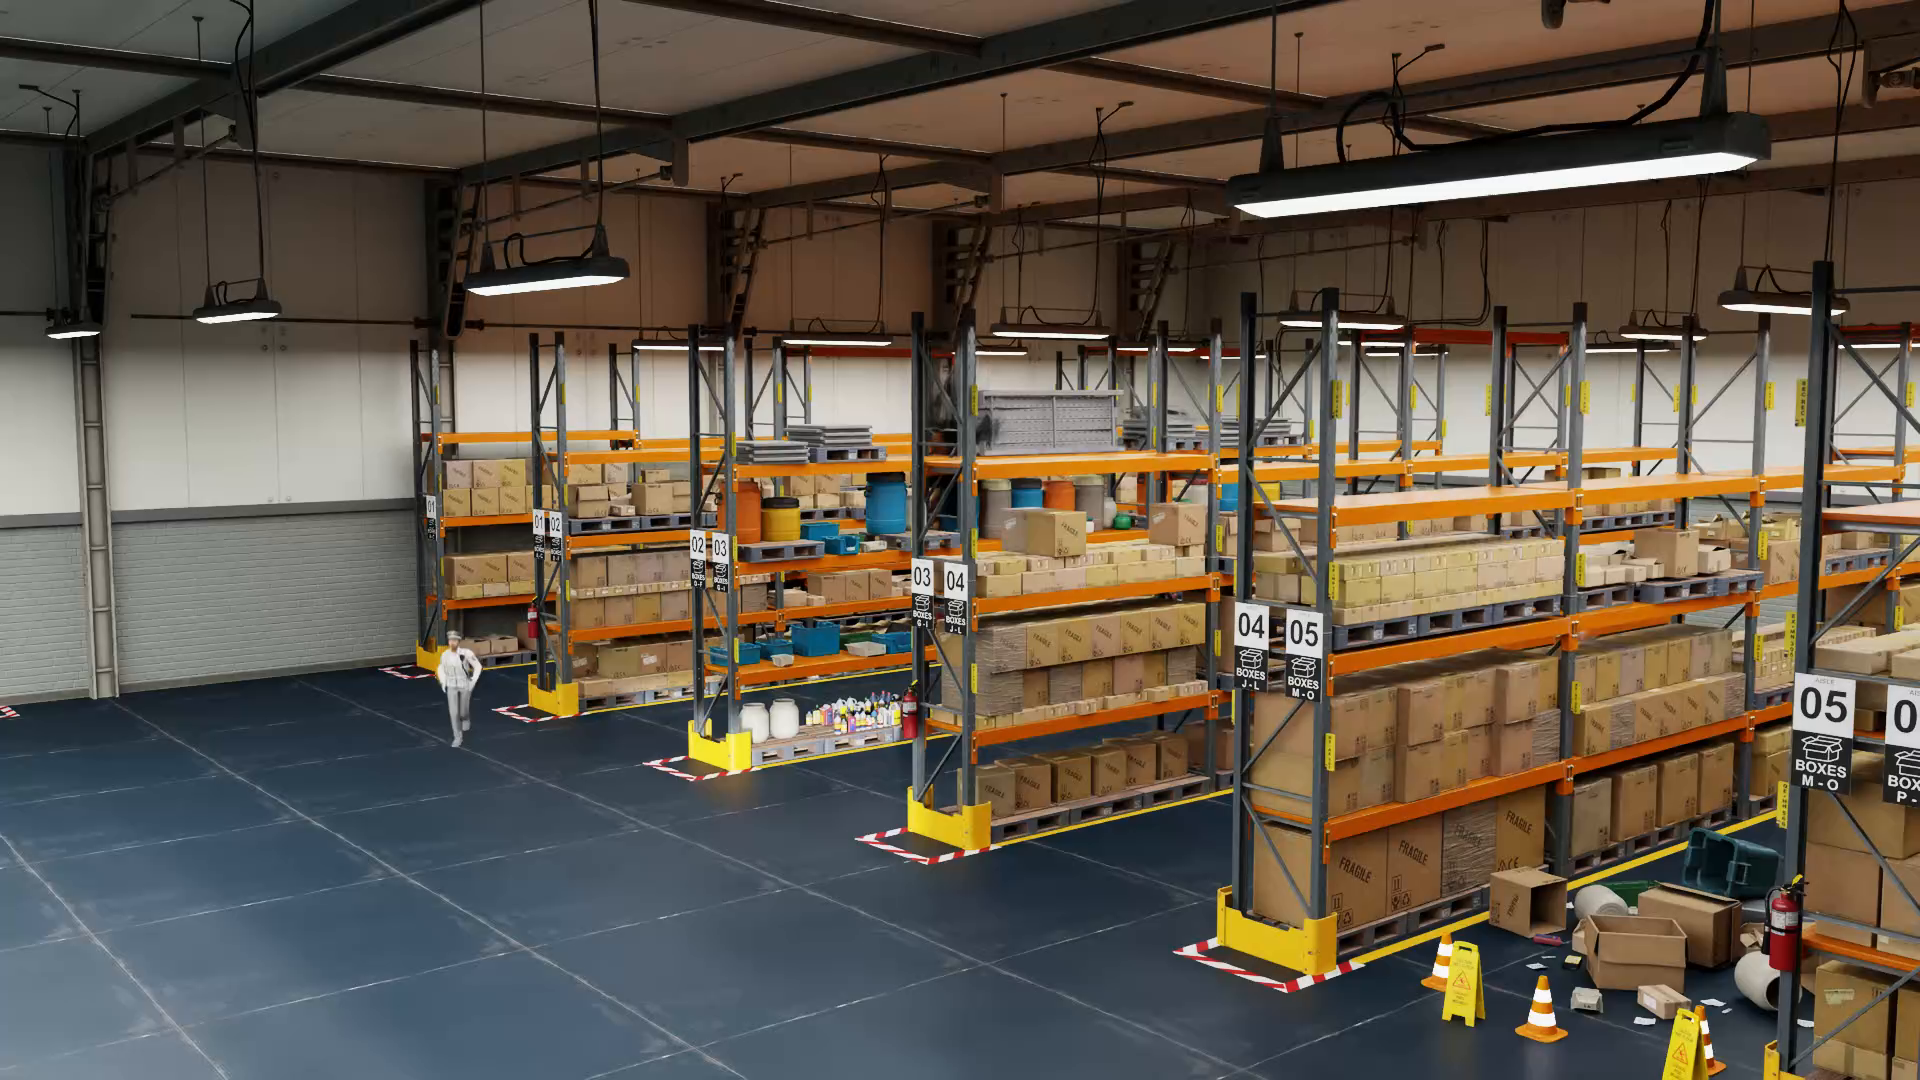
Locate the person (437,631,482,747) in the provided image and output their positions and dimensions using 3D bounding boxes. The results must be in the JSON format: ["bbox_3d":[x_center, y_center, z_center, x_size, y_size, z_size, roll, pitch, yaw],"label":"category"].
[{"bbox_3d":[-7.238,2.120,24.079,0.626,1.681,0.621,0,5,-4],"label":"person"}]

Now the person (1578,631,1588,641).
[{"bbox_3d":[8.917,2.120,23.968,0.659,1.680,0.586,5,7,41],"label":"person"}]
